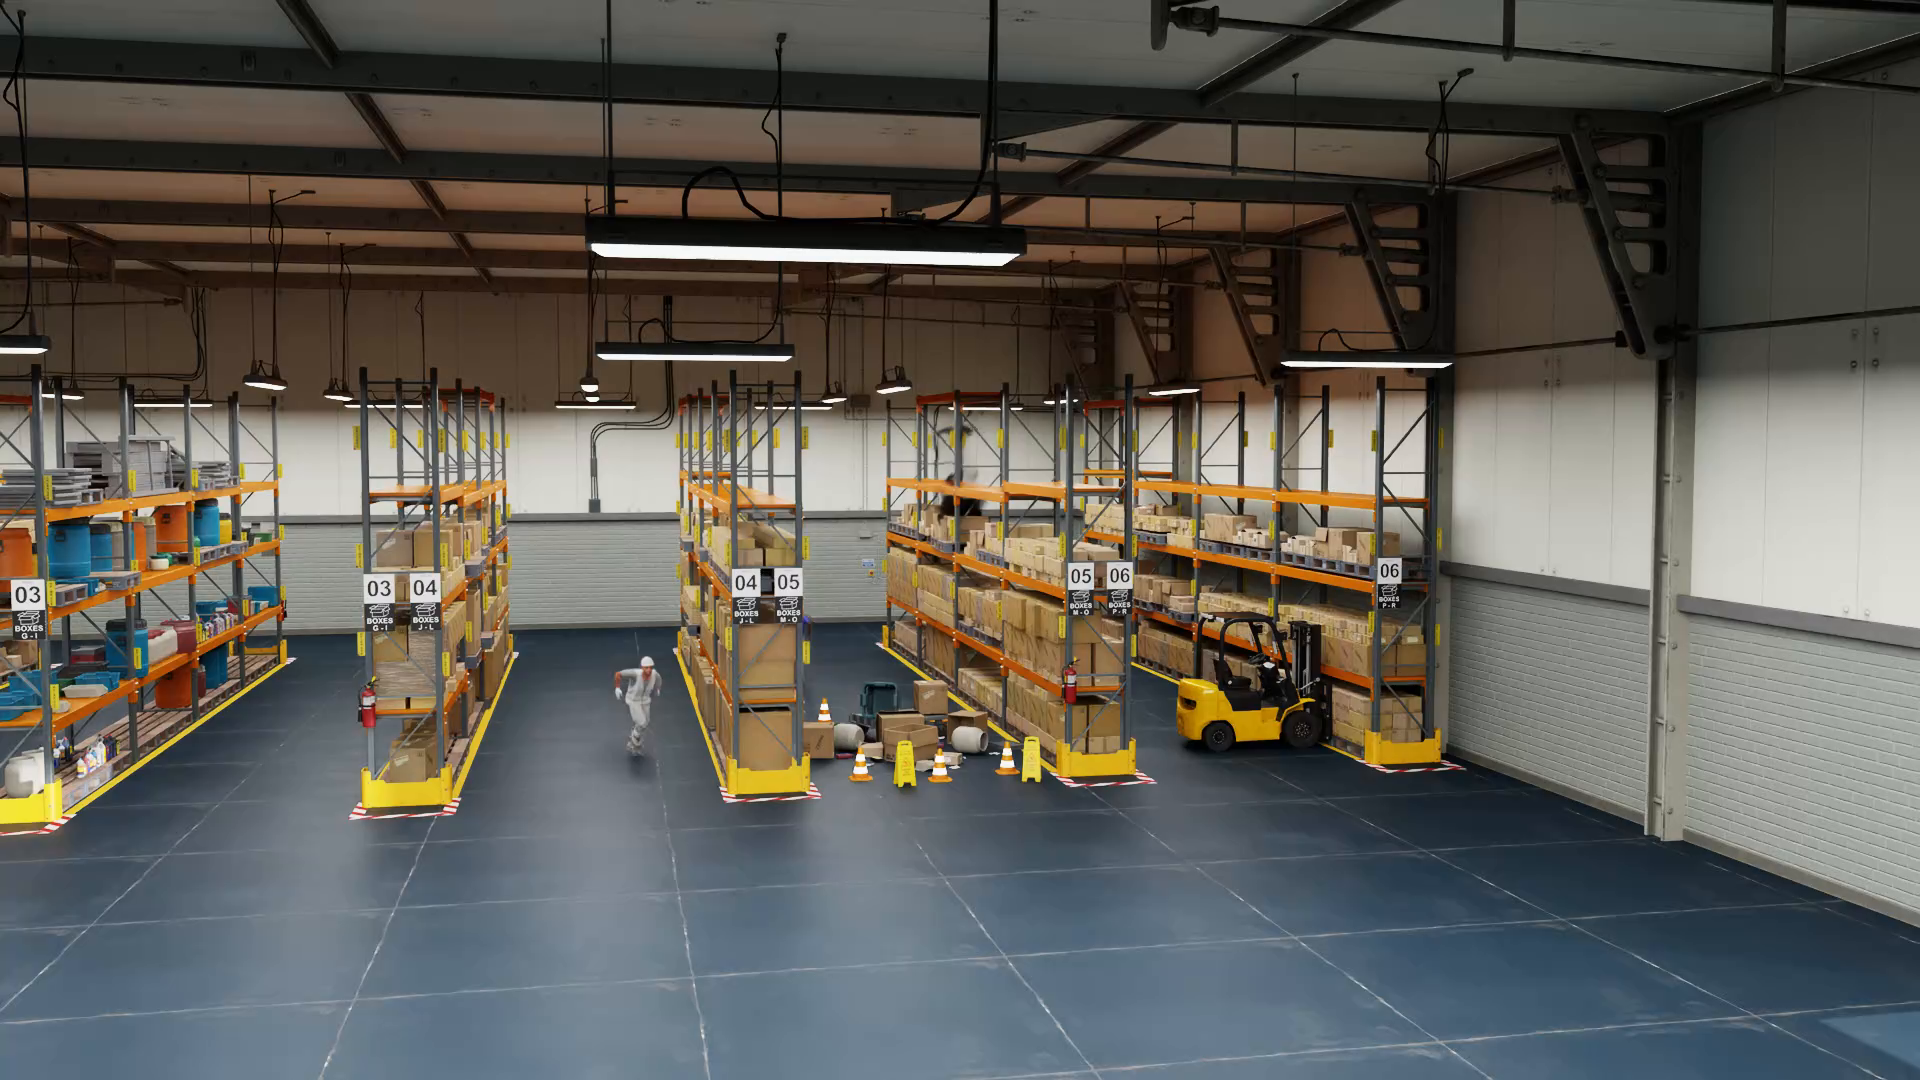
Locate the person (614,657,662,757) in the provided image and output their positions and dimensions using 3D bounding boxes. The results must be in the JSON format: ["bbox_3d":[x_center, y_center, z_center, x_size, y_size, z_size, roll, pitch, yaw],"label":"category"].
[{"bbox_3d":[-5.087,2.623,26.261,0.703,1.622,0.954,-2,4,-35],"label":"person"}]

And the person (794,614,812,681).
[{"bbox_3d":[-3.363,2.129,34.429,0.545,1.719,0.771,-1,3,-12],"label":"person"}]
